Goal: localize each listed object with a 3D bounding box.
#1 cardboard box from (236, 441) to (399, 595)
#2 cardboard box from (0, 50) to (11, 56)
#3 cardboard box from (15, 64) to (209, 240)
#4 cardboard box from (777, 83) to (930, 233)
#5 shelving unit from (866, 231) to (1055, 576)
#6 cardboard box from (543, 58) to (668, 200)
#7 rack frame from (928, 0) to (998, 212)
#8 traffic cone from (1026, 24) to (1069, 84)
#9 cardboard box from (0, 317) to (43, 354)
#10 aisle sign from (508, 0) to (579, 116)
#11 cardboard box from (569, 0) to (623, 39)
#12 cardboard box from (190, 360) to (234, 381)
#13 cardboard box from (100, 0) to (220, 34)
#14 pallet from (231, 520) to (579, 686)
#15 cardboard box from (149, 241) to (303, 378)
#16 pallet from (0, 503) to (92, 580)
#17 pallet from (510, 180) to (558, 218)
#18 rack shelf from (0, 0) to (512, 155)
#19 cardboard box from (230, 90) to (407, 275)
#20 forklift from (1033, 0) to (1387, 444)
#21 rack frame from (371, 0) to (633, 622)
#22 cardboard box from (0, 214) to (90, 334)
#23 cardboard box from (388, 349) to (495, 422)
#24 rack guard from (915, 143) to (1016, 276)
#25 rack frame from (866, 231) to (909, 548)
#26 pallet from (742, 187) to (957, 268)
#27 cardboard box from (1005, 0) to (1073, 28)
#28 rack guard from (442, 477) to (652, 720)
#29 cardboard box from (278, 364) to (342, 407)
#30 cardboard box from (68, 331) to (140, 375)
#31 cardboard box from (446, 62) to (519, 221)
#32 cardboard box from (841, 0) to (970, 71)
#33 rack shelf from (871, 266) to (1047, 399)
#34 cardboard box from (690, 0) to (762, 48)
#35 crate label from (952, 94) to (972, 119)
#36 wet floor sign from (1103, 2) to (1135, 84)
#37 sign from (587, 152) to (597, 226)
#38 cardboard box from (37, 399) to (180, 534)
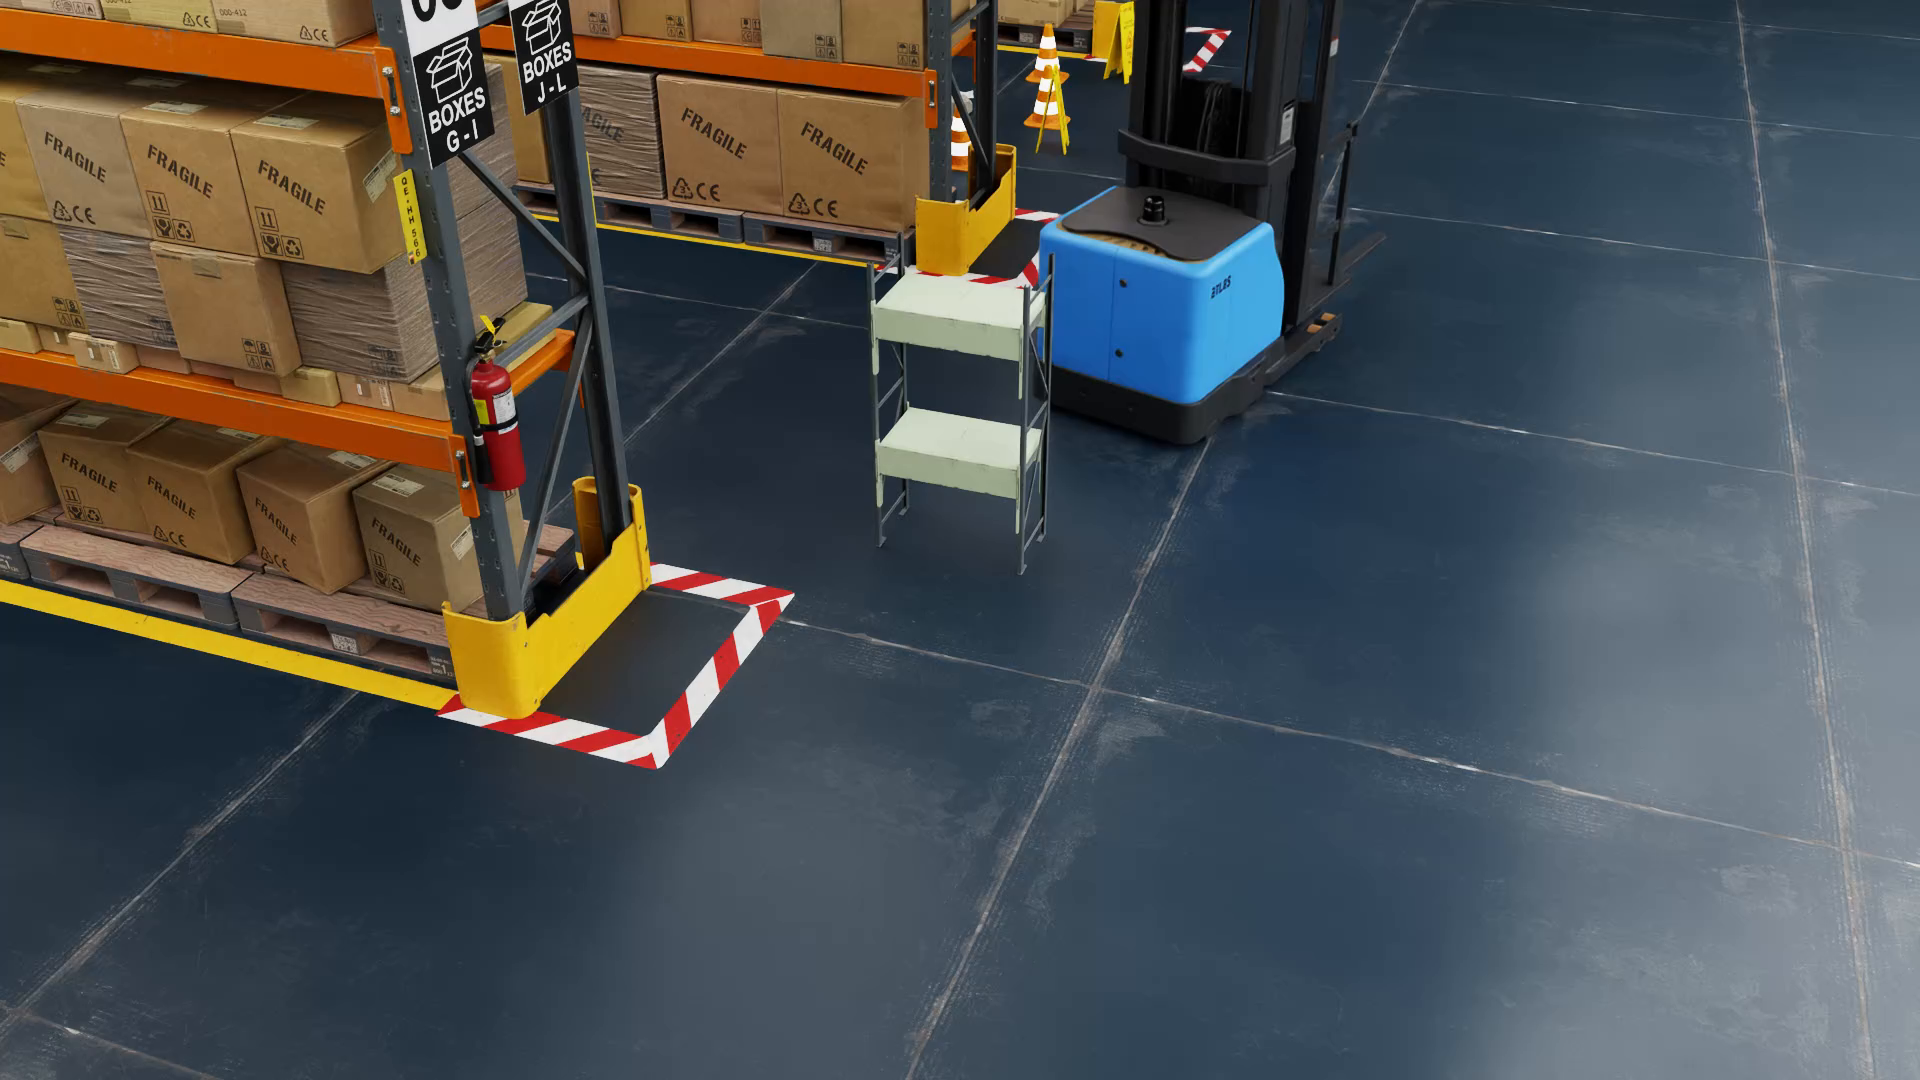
[{"bbox_3d":[-2.898,-0.144,7.625,0.500,0.500,0.500,21,38,29],"label":"cardboard box"},{"bbox_3d":[-4.227,-1.727,6.872,0.500,0.500,0.500,11,34,16],"label":"cardboard box"},{"bbox_3d":[-3.285,-1.546,6.591,0.500,0.500,0.500,11,34,16],"label":"cardboard box"},{"bbox_3d":[-0.633,-2.691,11.225,0.875,0.875,0.875,11,35,17],"label":"cardboard box"},{"bbox_3d":[0.006,-0.629,7.841,0.755,1.500,0.431,11,34,16],"label":"shelving unit"},{"bbox_3d":[-2.320,-3.019,11.732,0.875,0.875,0.875,11,35,17],"label":"cardboard box"},{"bbox_3d":[0.027,-3.317,10.622,0.127,3.000,1.000,11,34,16],"label":"rack frame"},{"bbox_3d":[0.762,-4.217,14.355,0.334,0.463,0.336,11,34,16],"label":"traffic cone"},{"bbox_3d":[-3.989,-0.969,7.217,0.250,0.149,0.380,11,34,16],"label":"cardboard box"},{"bbox_3d":[-1.582,-2.037,6.243,0.004,0.787,0.394,11,34,16],"label":"aisle sign"},{"bbox_3d":[-2.393,-3.803,11.236,0.550,0.550,0.875,11,34,16],"label":"cardboard box"},{"bbox_3d":[-3.018,-0.830,7.002,0.250,0.149,0.380,11,34,16],"label":"cardboard box"},{"bbox_3d":[-2.752,-2.049,6.030,0.500,0.250,0.500,11,35,17],"label":"cardboard box"},{"bbox_3d":[-2.566,0.188,7.764,1.213,0.211,1.003,11,34,16],"label":"pallet"},{"bbox_3d":[-2.761,-1.115,6.845,0.500,0.500,0.875,11,34,16],"label":"cardboard box"},{"bbox_3d":[-4.863,-0.259,8.456,1.213,0.211,1.003,11,34,16],"label":"pallet"},{"bbox_3d":[-3.049,-2.698,12.235,1.213,0.211,1.003,11,34,16],"label":"pallet"},{"bbox_3d":[-3.624,-2.127,6.677,4.000,0.370,1.077,11,34,16],"label":"rack shelf"},{"bbox_3d":[-2.342,-1.364,6.310,0.500,0.500,0.500,11,34,16],"label":"cardboard box"},{"bbox_3d":[1.670,-2.495,9.413,1.130,2.935,3.031,21,38,29],"label":"forklift"},{"bbox_3d":[-1.741,-0.803,6.728,0.127,3.000,1.000,11,34,16],"label":"rack frame"},{"bbox_3d":[-3.684,-1.326,7.172,0.500,0.500,0.875,11,34,16],"label":"cardboard box"},{"bbox_3d":[-2.079,-0.644,6.714,0.250,0.149,0.380,11,34,16],"label":"cardboard box"},{"bbox_3d":[0.050,-2.263,11.293,0.348,0.500,1.175,11,34,16],"label":"rack guard"},{"bbox_3d":[-0.338,-0.696,7.945,0.023,1.500,0.400,11,34,16],"label":"rack frame"},{"bbox_3d":[-0.752,-2.252,11.543,1.213,0.211,1.003,11,34,16],"label":"pallet"},{"bbox_3d":[0.728,-4.899,15.221,0.500,0.250,0.500,11,34,16],"label":"cardboard box"},{"bbox_3d":[-1.813,0.233,7.428,0.348,0.500,1.175,11,34,16],"label":"rack guard"},{"bbox_3d":[-2.567,-0.710,6.815,0.250,0.149,0.380,11,34,16],"label":"cardboard box"},{"bbox_3d":[-3.527,-0.865,7.056,0.250,0.149,0.380,11,34,16],"label":"cardboard box"},{"bbox_3d":[-2.167,-1.630,6.721,0.500,0.500,0.500,11,34,16],"label":"cardboard box"},{"bbox_3d":[-0.337,-3.425,10.651,0.550,0.550,0.875,11,34,16],"label":"cardboard box"},{"bbox_3d":[0.006,-0.957,7.630,0.720,0.370,0.431,11,34,16],"label":"rack shelf"},{"bbox_3d":[-1.347,-3.681,11.048,0.550,0.550,0.875,11,34,16],"label":"cardboard box"},{"bbox_3d":[-0.053,-3.564,13.643,0.298,0.136,0.250,-6,33,-9],"label":"crate label"},{"bbox_3d":[1.420,-4.293,14.304,0.232,0.644,0.267,24,40,32],"label":"wet floor sign"},{"bbox_3d":[-1.558,-1.444,6.923,0.005,0.325,0.100,11,34,16],"label":"sign"},{"bbox_3d":[-3.991,-0.393,8.011,0.500,0.500,0.500,8,34,12],"label":"cardboard box"}]
